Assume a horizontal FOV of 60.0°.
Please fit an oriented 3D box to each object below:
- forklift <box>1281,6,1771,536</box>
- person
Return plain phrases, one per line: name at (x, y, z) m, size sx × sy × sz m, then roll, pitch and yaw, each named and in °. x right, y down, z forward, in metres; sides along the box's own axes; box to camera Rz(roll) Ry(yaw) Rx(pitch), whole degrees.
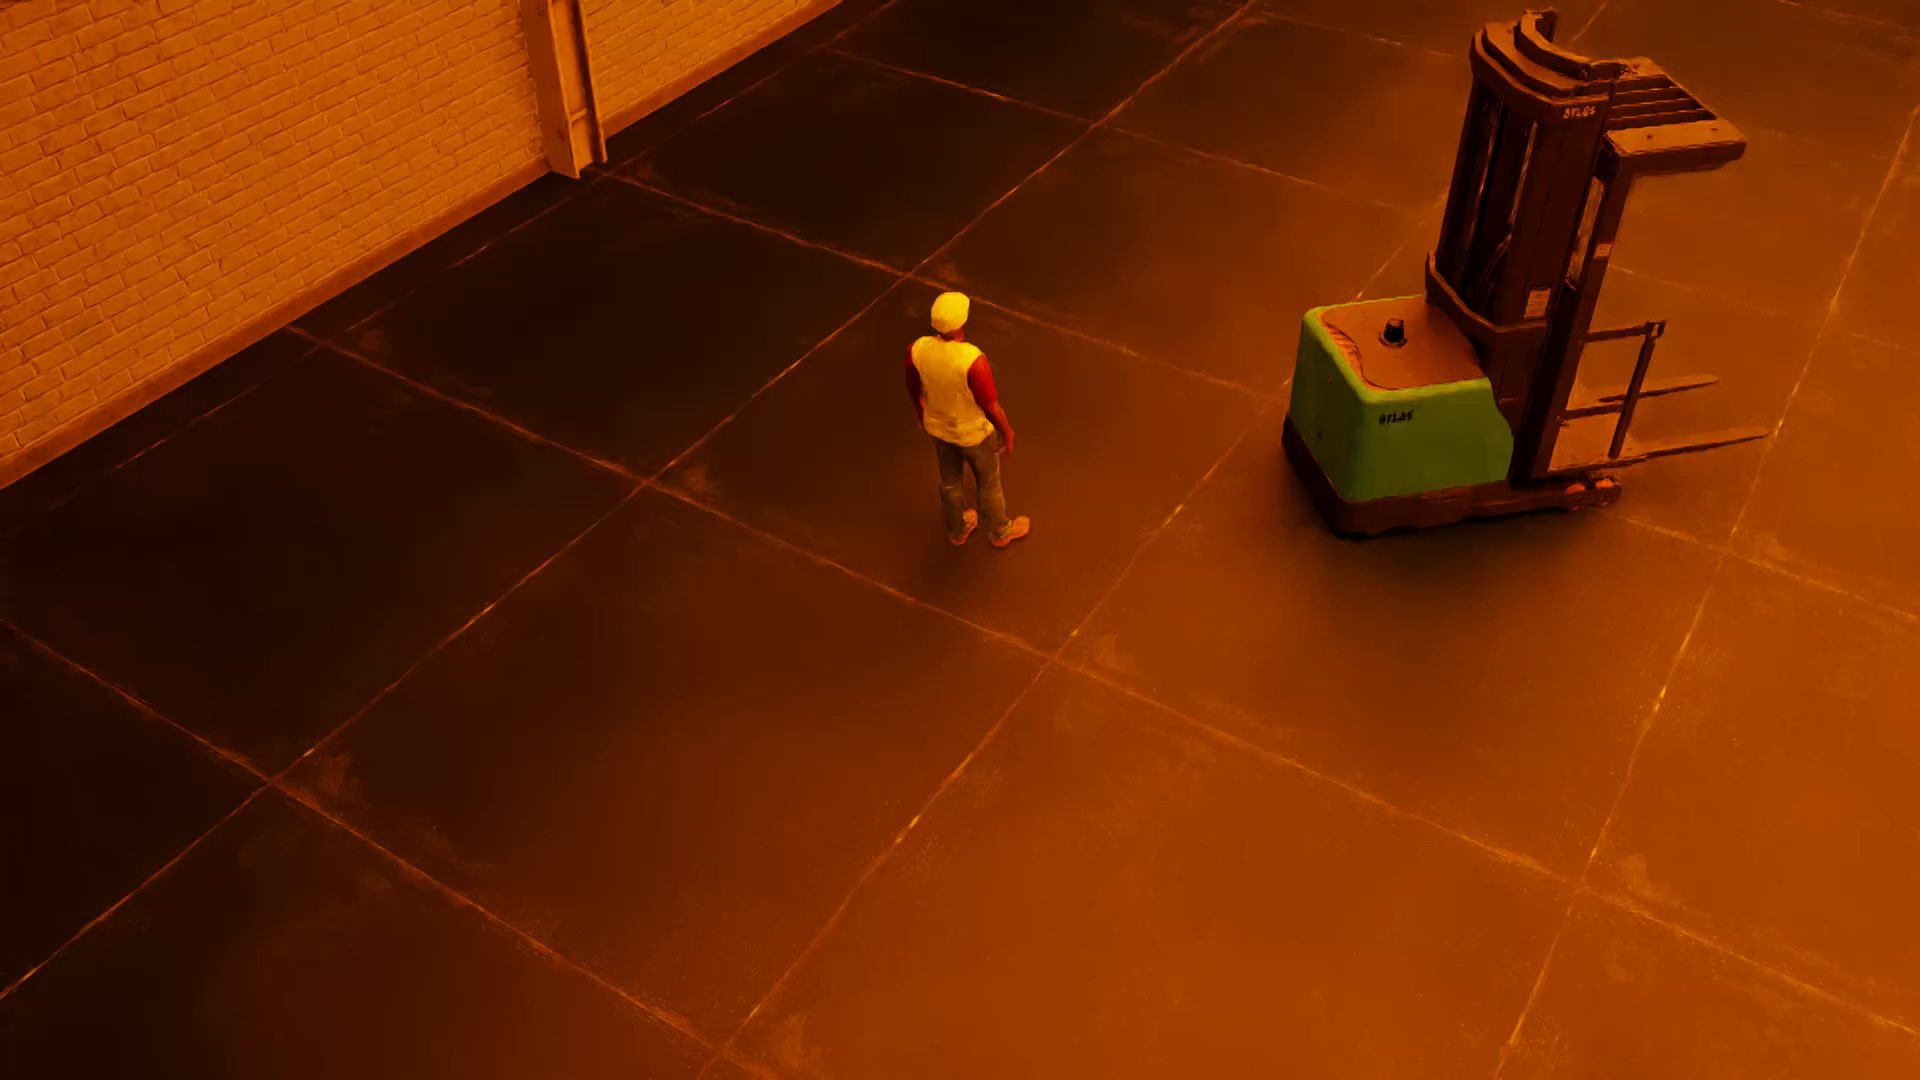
forklift at (3.675, -1.635, 9.896) m, size 3.031 × 2.935 × 1.130 m, roll -8°, pitch 41°, yaw -10°
person at (0.042, -0.716, 9.701) m, size 0.665 × 1.766 × 0.576 m, roll 22°, pitch 45°, yaw 24°
